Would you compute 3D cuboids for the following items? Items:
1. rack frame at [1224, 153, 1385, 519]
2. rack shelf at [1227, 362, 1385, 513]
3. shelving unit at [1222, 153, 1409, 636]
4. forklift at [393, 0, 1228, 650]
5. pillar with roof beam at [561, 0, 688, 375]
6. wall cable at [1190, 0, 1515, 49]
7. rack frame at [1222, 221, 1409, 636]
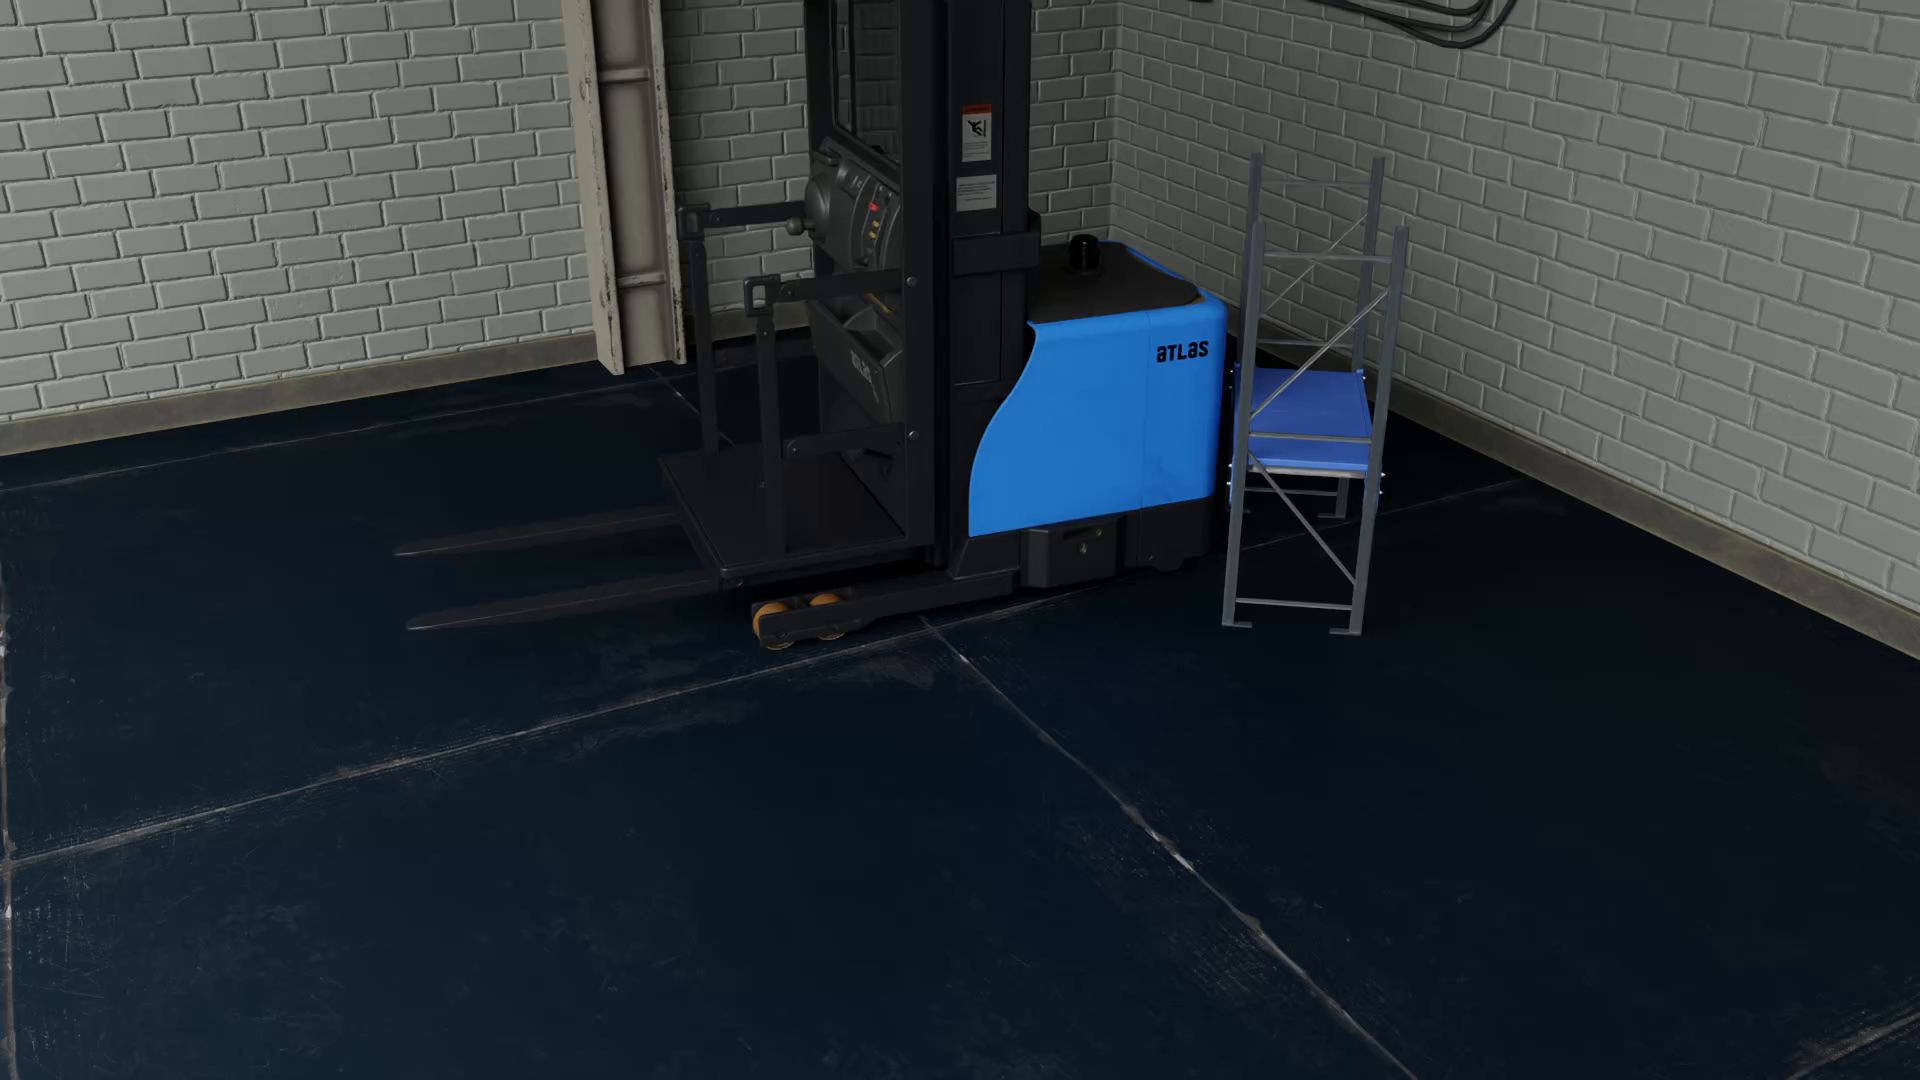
[{"bbox_3d":[1.362,-0.787,6.656,0.500,1.500,0.032,4,26,8],"label":"rack frame"},{"bbox_3d":[1.285,-0.407,6.281,0.538,0.185,1.000,4,26,8],"label":"rack shelf"},{"bbox_3d":[1.285,-0.569,6.203,0.538,1.500,1.048,4,26,8],"label":"shelving unit"},{"bbox_3d":[-0.570,-1.188,5.838,3.031,2.935,1.130,-9,27,-19],"label":"forklift"},{"bbox_3d":[0.360,-3.354,3.339,0.400,9.000,9.100,-13,29,-25],"label":"pillar with roof beam"},{"bbox_3d":[1.556,-3.693,7.633,0.112,2.526,3.097,-13,29,-25],"label":"wall cable"},{"bbox_3d":[1.209,-0.352,5.750,0.500,1.500,0.032,4,26,8],"label":"rack frame"}]
